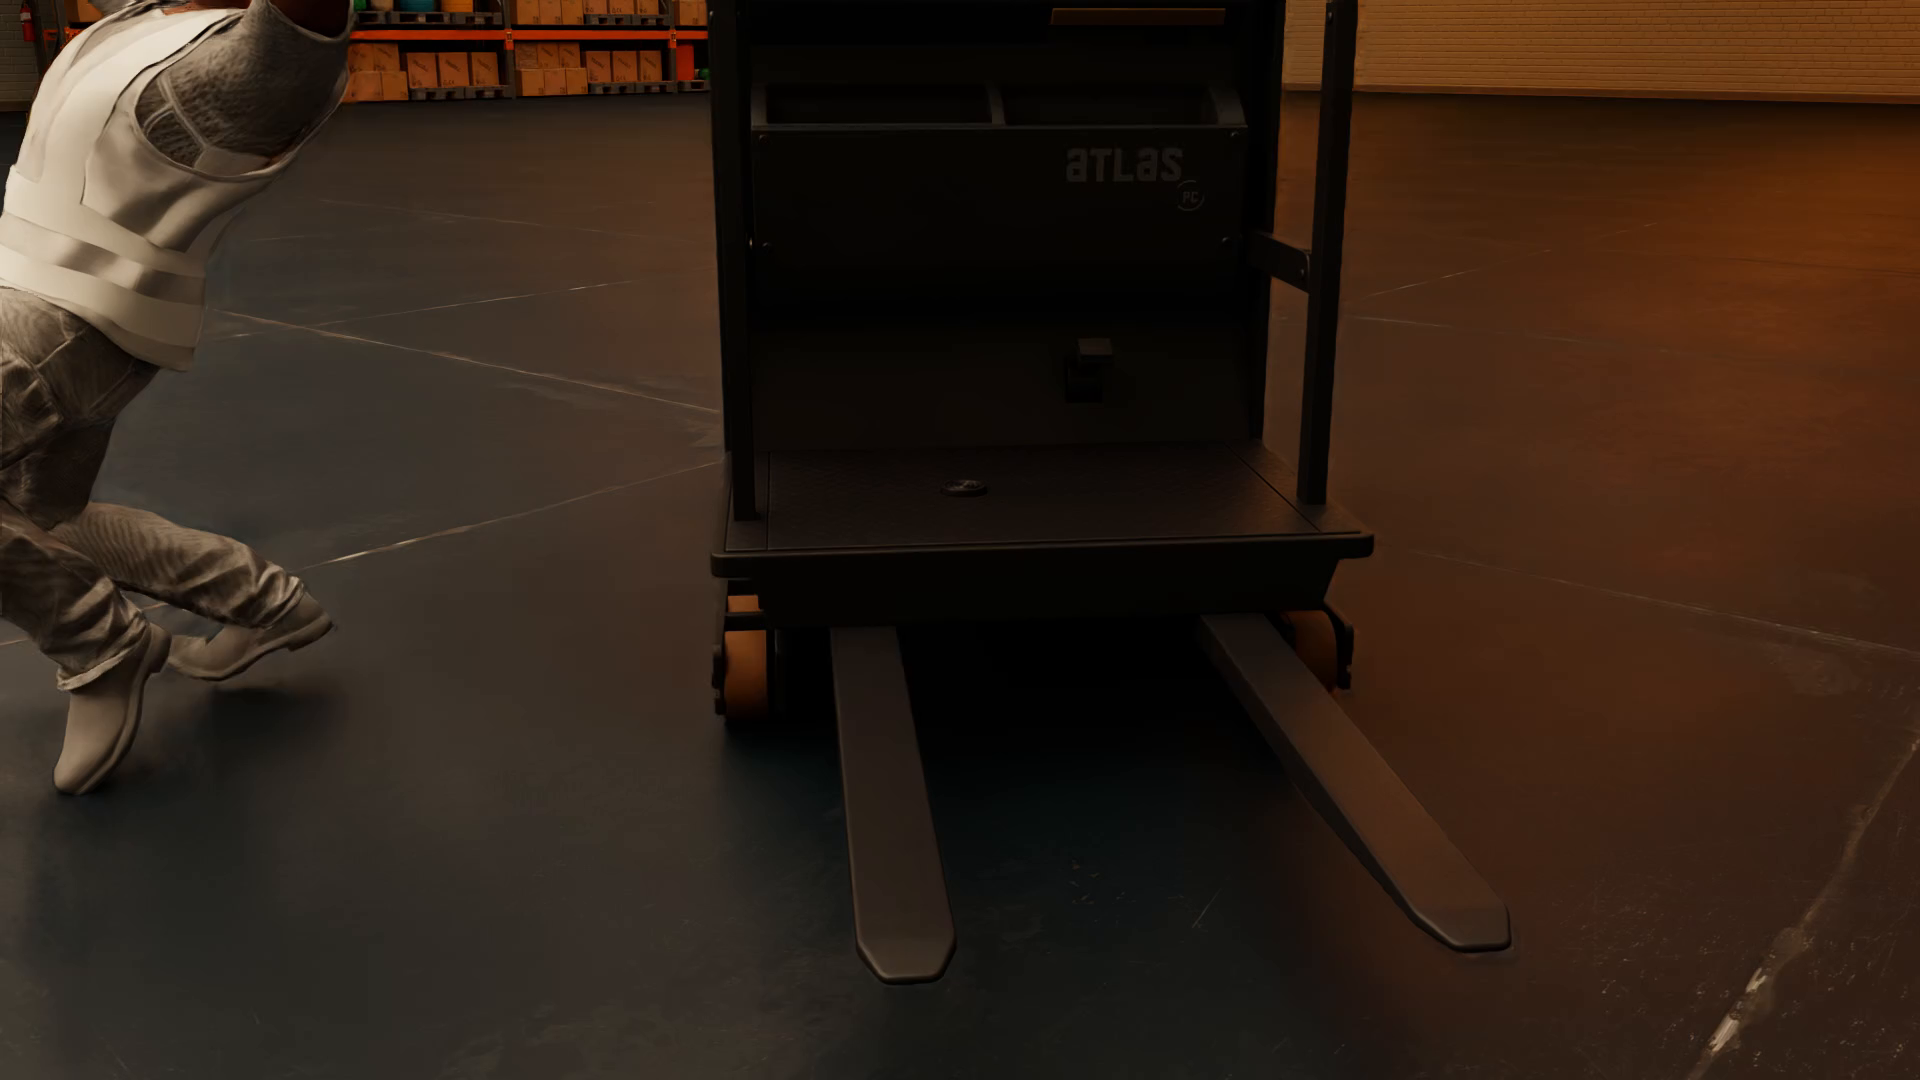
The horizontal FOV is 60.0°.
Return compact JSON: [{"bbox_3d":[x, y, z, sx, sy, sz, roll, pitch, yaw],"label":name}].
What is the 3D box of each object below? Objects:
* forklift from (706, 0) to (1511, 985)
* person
[{"bbox_3d":[0.097,-1.188,2.808,1.130,2.935,3.031,-2,17,-6],"label":"forklift"},{"bbox_3d":[-1.283,-0.428,2.513,0.822,1.684,1.122,-10,20,-30],"label":"person"}]
